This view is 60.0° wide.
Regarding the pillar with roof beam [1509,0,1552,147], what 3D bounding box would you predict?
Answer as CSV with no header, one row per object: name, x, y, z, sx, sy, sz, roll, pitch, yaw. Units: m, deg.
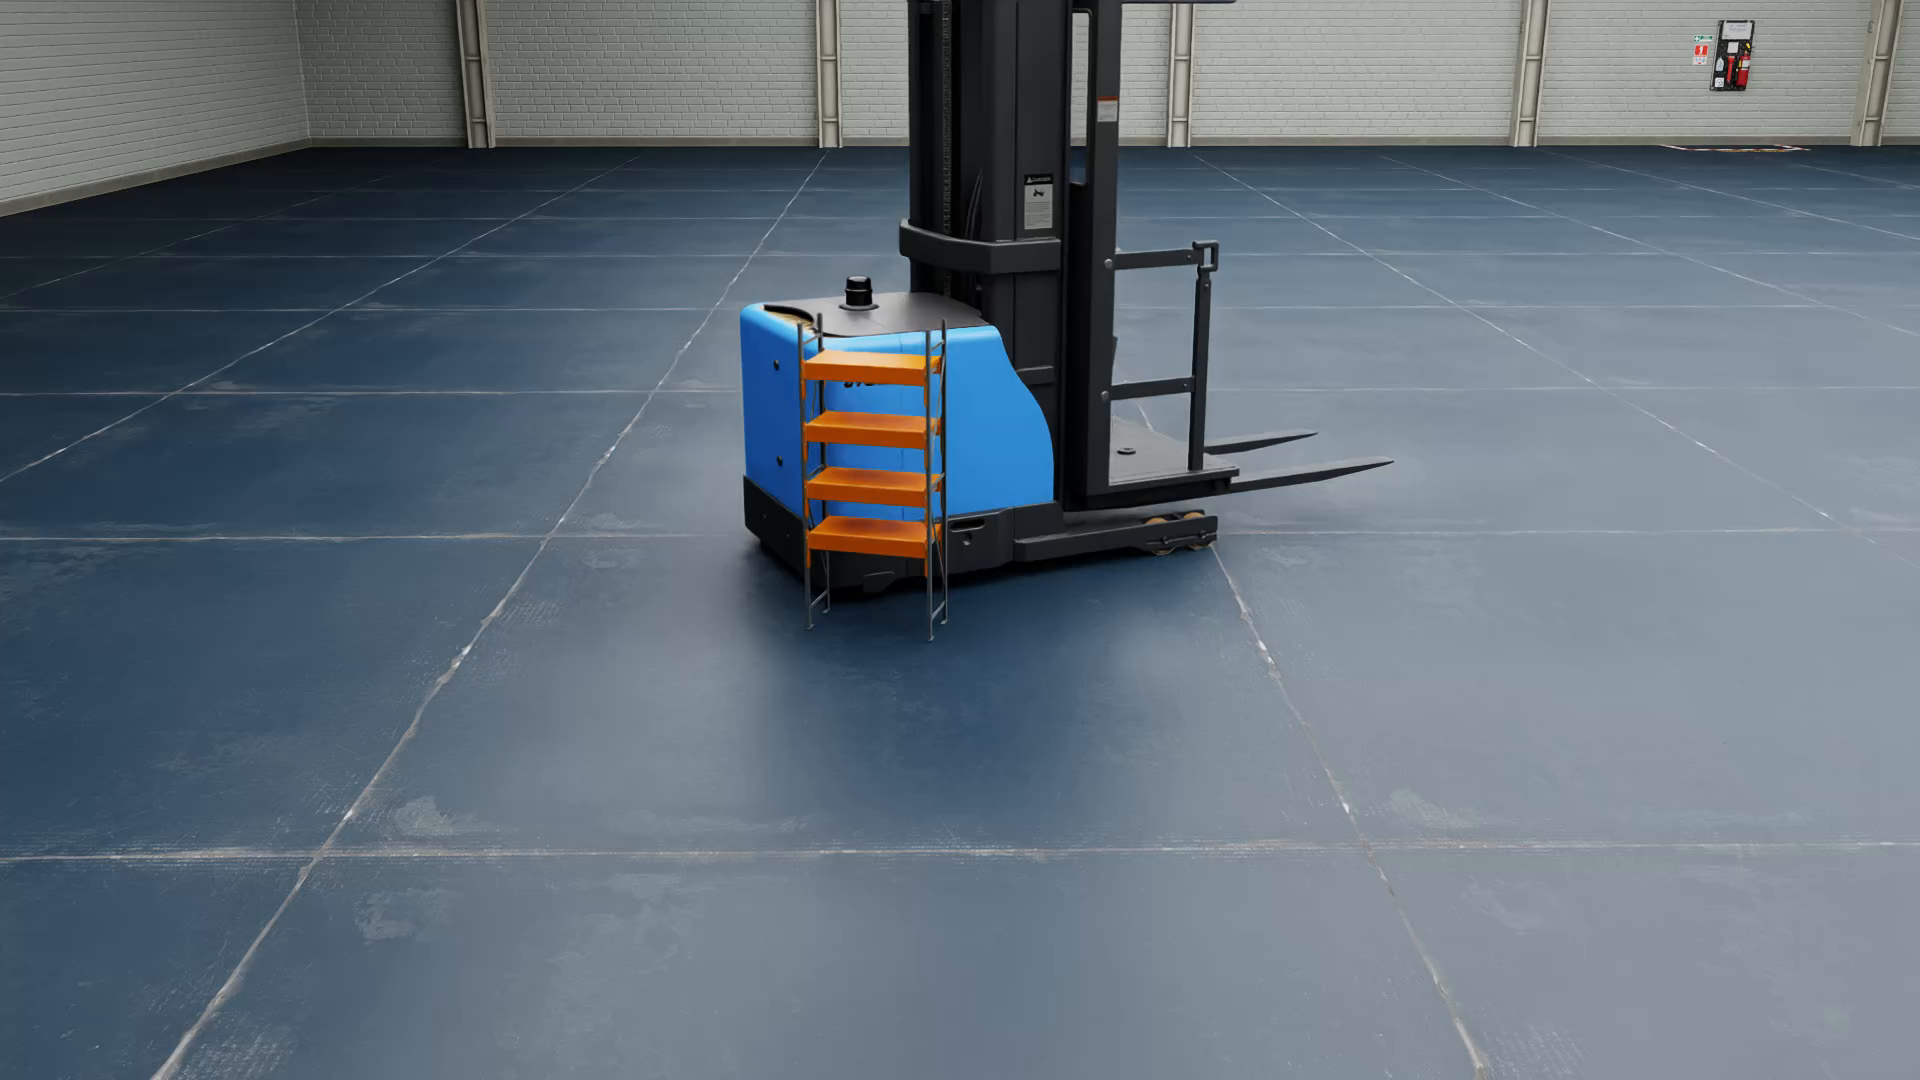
pillar with roof beam,9.842,-9.820,23.427,0.400,9.000,9.100,0,18,-1

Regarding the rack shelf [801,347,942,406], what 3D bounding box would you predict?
rack shelf,-0.323,-0.611,6.201,0.480,0.148,0.258,5,18,14

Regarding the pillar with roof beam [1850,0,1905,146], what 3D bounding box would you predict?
pillar with roof beam,15.841,-9.849,23.517,0.400,9.000,9.100,0,18,-1

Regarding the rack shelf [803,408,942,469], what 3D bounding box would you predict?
rack shelf,-0.323,-0.386,6.273,0.480,0.148,0.258,5,18,14

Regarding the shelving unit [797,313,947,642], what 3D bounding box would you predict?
shelving unit,-0.324,-0.237,6.321,0.503,1.200,0.258,5,18,14

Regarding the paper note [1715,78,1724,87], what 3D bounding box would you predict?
paper note,13.123,-7.907,28.729,0.142,0.148,0.016,0,18,-1

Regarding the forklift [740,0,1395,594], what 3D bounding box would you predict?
forklift,0.588,-1.463,7.310,3.031,2.935,1.130,-8,20,-24

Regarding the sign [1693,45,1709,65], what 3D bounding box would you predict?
sign,12.747,-8.353,28.616,0.234,0.329,0.001,0,18,-1

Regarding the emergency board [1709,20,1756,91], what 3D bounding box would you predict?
emergency board,13.302,-8.307,28.532,0.643,1.169,0.194,0,18,-1

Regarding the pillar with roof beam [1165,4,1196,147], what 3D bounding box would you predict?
pillar with roof beam,3.842,-9.791,23.337,0.400,9.000,9.100,0,18,-1

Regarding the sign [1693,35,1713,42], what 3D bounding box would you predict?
sign,12.752,-8.602,28.527,0.331,0.109,0.001,0,18,-1

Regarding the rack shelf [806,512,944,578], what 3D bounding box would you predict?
rack shelf,-0.324,0.016,6.401,0.480,0.148,0.258,5,18,14

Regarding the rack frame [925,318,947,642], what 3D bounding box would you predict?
rack frame,-0.088,-0.218,6.261,0.015,1.200,0.240,5,18,14

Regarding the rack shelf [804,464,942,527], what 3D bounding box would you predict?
rack shelf,-0.324,-0.173,6.341,0.480,0.148,0.258,5,18,14

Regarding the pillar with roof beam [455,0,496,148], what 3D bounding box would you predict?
pillar with roof beam,-8.156,-9.733,23.157,0.400,9.000,9.100,0,18,-1

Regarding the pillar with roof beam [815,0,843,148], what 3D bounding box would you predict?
pillar with roof beam,-2.157,-9.762,23.247,0.400,9.000,9.100,0,18,-1

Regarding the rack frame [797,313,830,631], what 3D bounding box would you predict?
rack frame,-0.559,-0.256,6.380,0.015,1.200,0.240,5,18,14
